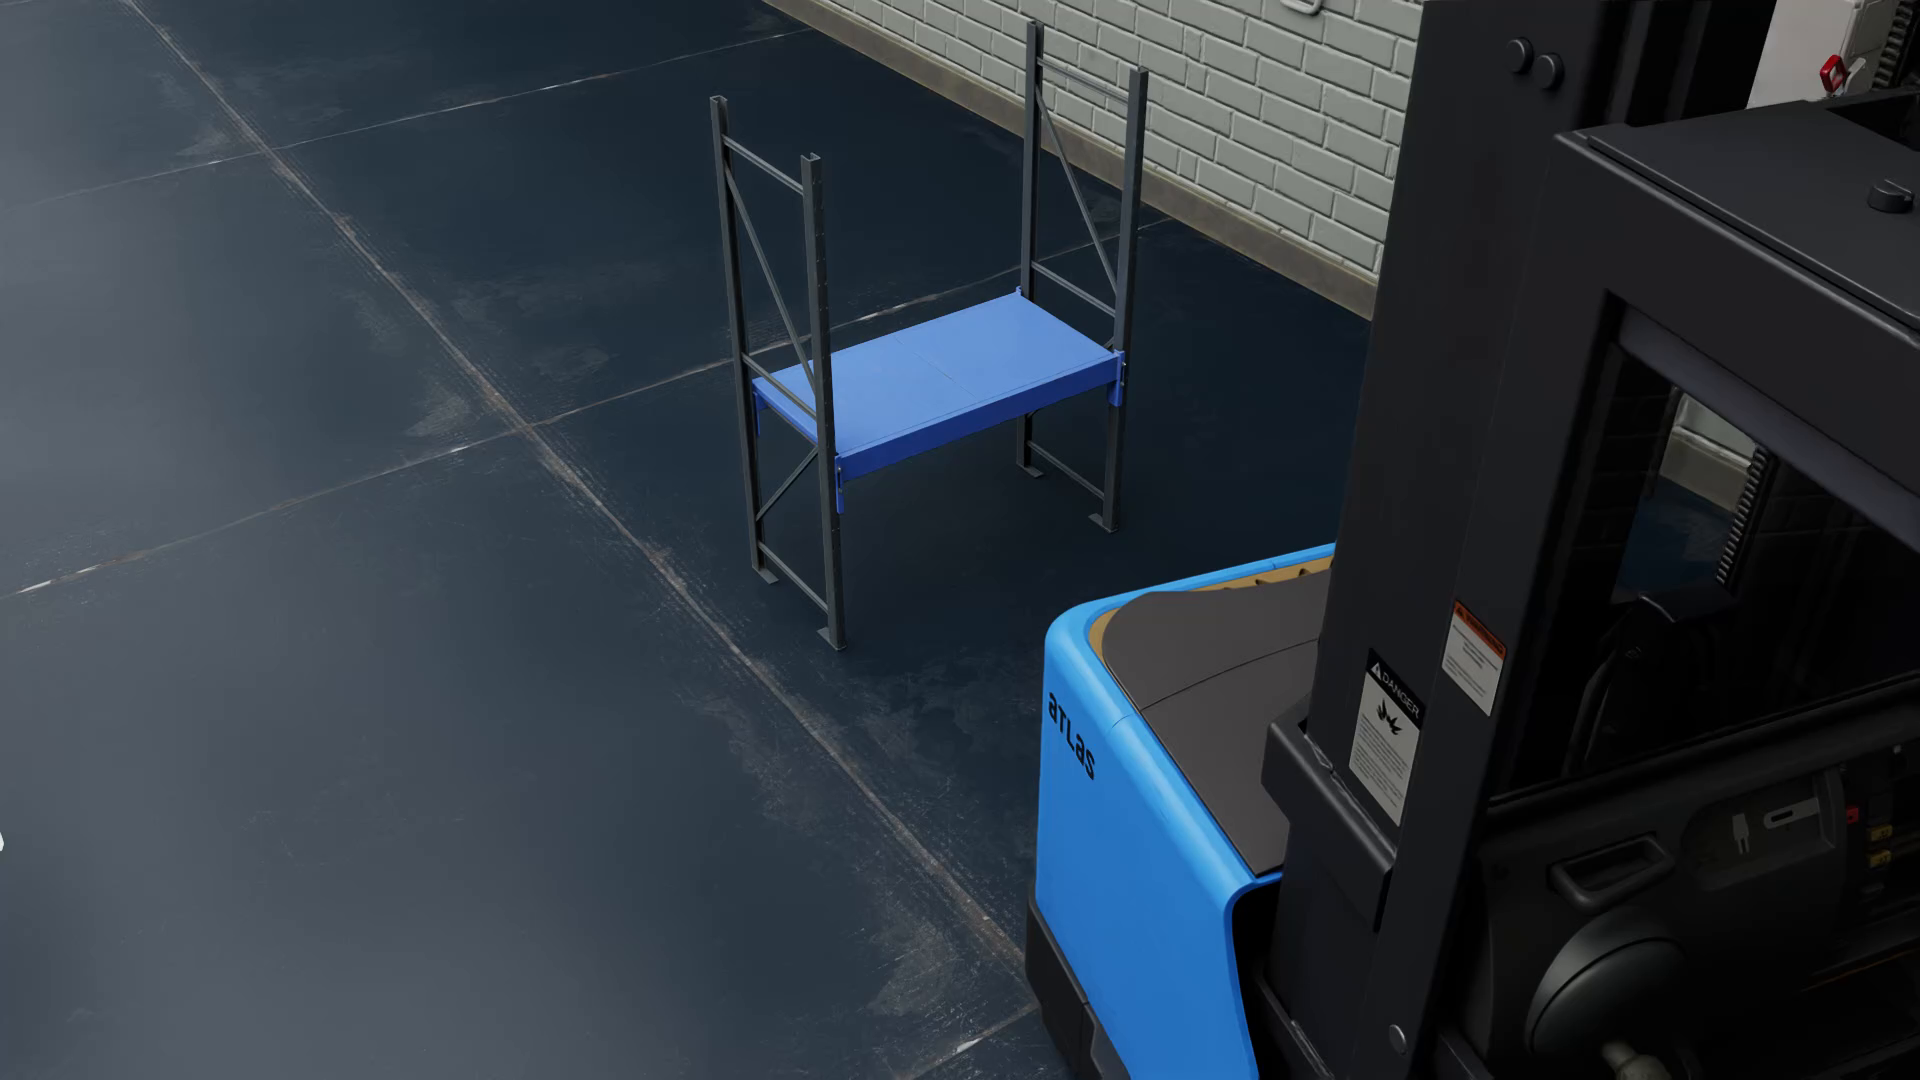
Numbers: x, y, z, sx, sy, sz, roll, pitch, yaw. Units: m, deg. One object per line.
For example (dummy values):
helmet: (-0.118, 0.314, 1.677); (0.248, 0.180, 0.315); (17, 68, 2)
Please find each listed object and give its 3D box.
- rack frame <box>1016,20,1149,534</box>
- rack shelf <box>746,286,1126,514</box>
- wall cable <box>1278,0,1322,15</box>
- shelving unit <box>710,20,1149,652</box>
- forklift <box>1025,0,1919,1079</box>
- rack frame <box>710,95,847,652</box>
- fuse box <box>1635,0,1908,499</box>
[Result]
rack frame: (0.346, -0.751, 5.010); (0.032, 1.500, 0.500); (-22, 41, -28)
rack shelf: (-0.070, -0.434, 4.877); (1.000, 0.185, 0.538); (-22, 41, -28)
wall cable: (1.139, -2.823, 5.708); (0.123, 1.953, 0.585); (-22, 41, -28)
shelving unit: (-0.070, -0.580, 4.772); (1.048, 1.500, 0.538); (-22, 41, -28)
forklift: (1.149, 0.521, 2.016); (1.130, 2.935, 3.031); (-13, 38, -17)
rack frame: (-0.485, -0.409, 4.534); (0.032, 1.500, 0.500); (-22, 41, -28)
fuse box: (2.230, -0.823, 4.928); (0.414, 1.711, 0.539); (-22, 41, -28)
